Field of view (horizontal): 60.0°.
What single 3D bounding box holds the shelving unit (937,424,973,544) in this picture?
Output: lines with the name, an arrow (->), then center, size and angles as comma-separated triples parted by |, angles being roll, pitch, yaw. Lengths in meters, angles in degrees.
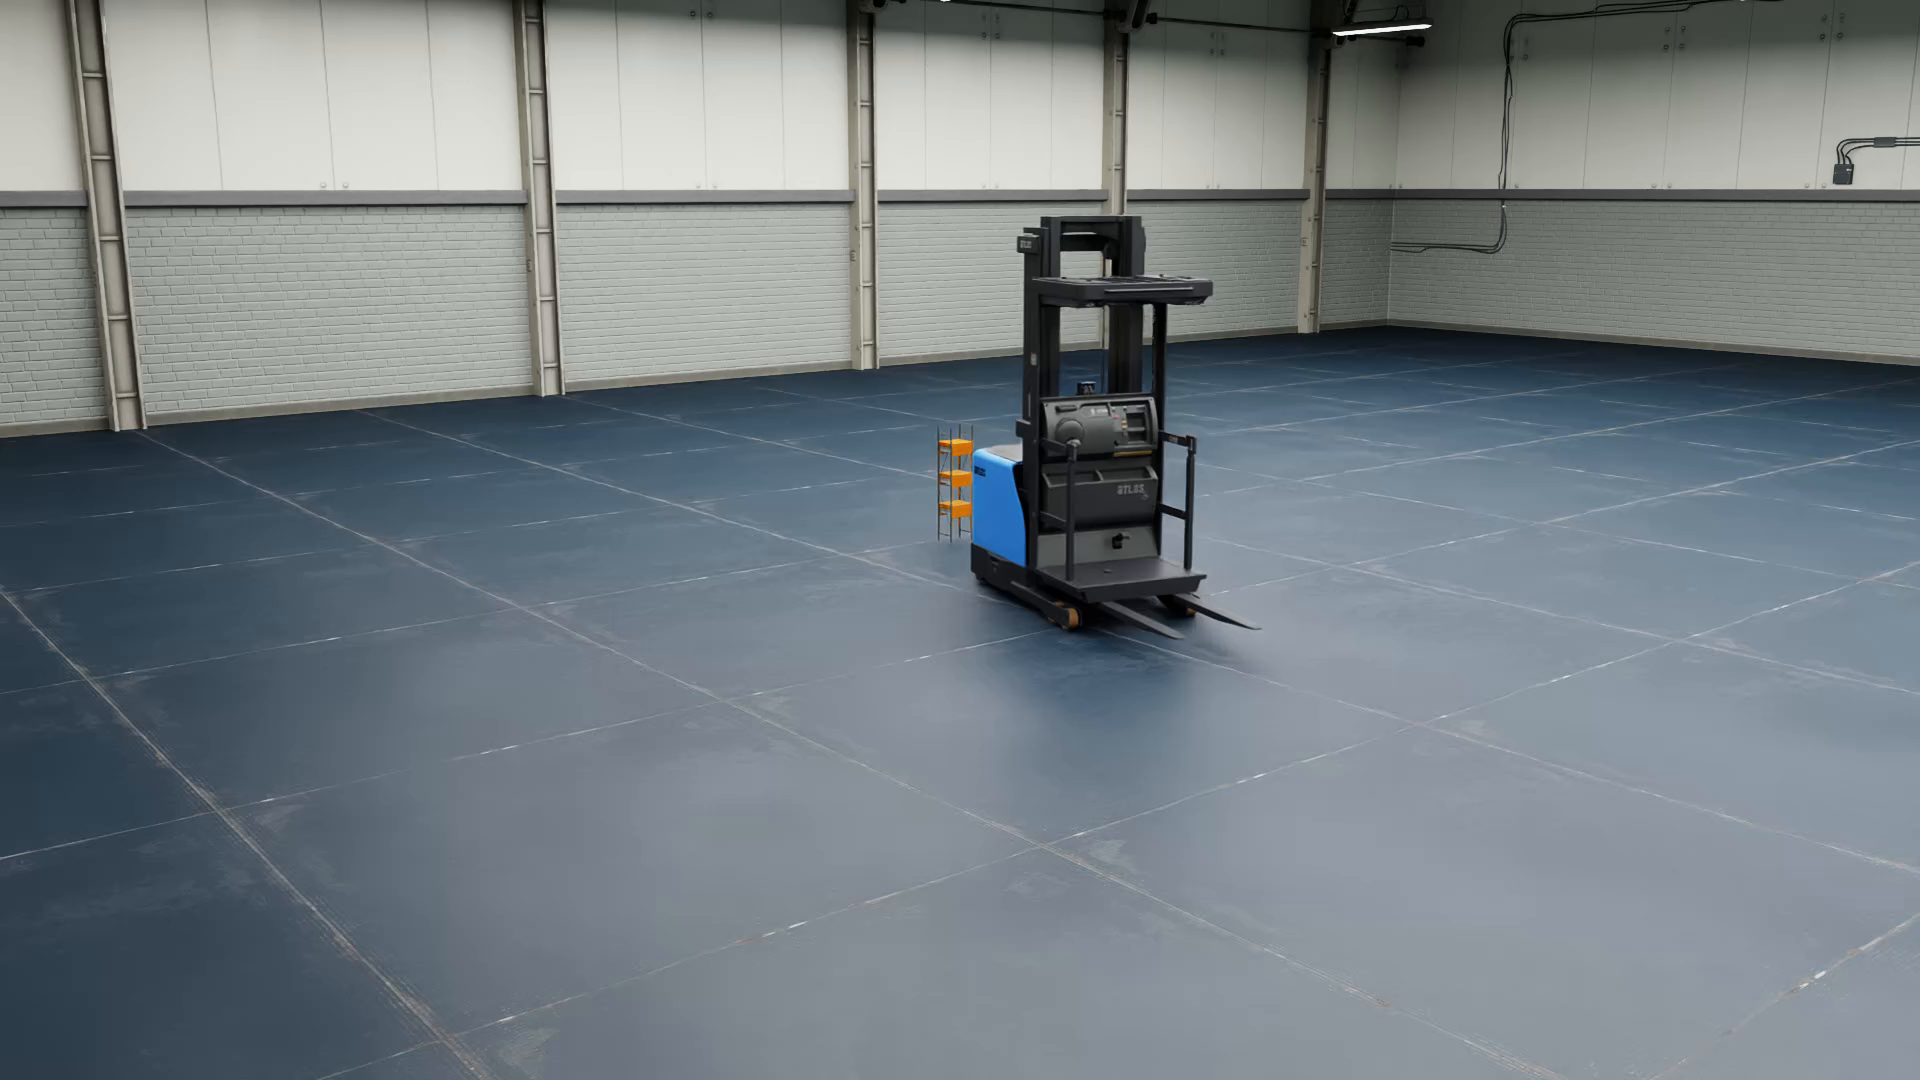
shelving unit -> -0.042, -0.507, 14.987 | 0.252, 1.050, 0.215 | -9, 15, -38

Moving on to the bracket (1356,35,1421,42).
bracket -> 9.629, -10.982, 36.517 | 3.189, 0.066, 0.076 | -9, 15, -38

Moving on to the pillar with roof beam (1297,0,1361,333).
pillar with roof beam -> 10.383, -8.296, 32.532 | 0.548, 9.000, 9.100 | -9, 15, -38

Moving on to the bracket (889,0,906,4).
bracket -> -1.131, -9.194, 28.096 | 0.430, 0.232, 0.235 | -9, 15, -38

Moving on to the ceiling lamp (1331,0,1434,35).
ceiling lamp -> 7.643, -10.578, 29.225 | 0.800, 3.185, 2.000 | -9, 15, -38

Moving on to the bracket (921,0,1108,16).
bracket -> 0.894, -9.531, 29.681 | 4.783, 0.066, 0.076 | -9, 15, -38

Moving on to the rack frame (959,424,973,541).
rack frame -> 0.053, -0.522, 15.062 | 0.008, 1.050, 0.200 | -9, 15, -38

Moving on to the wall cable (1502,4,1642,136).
wall cable -> 12.510, -9.675, 34.342 | 0.112, 2.526, 3.097 | -9, 15, -38

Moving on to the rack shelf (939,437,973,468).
rack shelf -> -0.042, -0.774, 14.930 | 0.240, 0.259, 0.215 | -9, 15, -38

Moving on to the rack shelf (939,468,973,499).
rack shelf -> -0.042, -0.496, 14.989 | 0.240, 0.259, 0.215 | -9, 15, -38

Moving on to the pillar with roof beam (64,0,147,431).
pillar with roof beam -> -8.358, -5.182, 17.866 | 0.400, 9.000, 9.100 | -9, 15, -38

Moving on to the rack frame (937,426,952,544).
rack frame -> -0.137, -0.491, 14.912 | 0.008, 1.050, 0.200 | -9, 15, -38

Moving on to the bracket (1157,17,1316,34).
bracket -> 5.579, -10.309, 33.348 | 4.783, 0.066, 0.076 | -9, 15, -38

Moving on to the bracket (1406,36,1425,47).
bracket -> 10.090, -11.059, 36.877 | 0.430, 0.232, 0.235 | -9, 15, -38

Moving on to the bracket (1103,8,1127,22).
bracket -> 2.906, -9.865, 31.255 | 0.430, 0.232, 0.235 | -9, 15, -38

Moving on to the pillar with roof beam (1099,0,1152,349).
pillar with roof beam -> 5.698, -7.517, 28.866 | 0.548, 9.000, 9.100 | -9, 15, -38

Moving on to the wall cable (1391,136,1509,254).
wall cable -> 10.820, -7.643, 36.933 | 0.112, 2.526, 3.097 | -9, 15, -38

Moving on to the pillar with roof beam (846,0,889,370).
pillar with roof beam -> 1.013, -6.739, 25.199 | 0.548, 9.000, 9.100 | -9, 15, -38

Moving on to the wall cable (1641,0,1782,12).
wall cable -> 14.443, -11.398, 31.506 | 0.112, 2.526, 3.097 | -9, 15, -38

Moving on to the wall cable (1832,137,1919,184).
wall cable -> 16.738, -9.284, 28.997 | 0.169, 6.003, 2.305 | -9, 15, -38

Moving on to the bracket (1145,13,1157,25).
bracket -> 3.554, -9.973, 31.763 | 0.430, 0.232, 0.235 | -9, 15, -38

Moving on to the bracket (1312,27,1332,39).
bracket -> 7.591, -10.643, 34.922 | 0.430, 0.232, 0.235 | -9, 15, -38

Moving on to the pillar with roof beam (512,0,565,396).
pillar with roof beam -> -3.672, -5.960, 21.533 | 0.400, 9.000, 9.100 | -9, 15, -38

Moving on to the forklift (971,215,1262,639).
forklift -> 1.138, -0.880, 12.218 | 1.130, 2.935, 3.031 | -5, 13, -23

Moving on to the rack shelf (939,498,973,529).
rack shelf -> -0.042, -0.224, 15.047 | 0.240, 0.259, 0.215 | -9, 15, -38

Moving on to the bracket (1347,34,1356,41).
bracket -> 8.239, -10.751, 35.429 | 0.430, 0.232, 0.235 | -9, 15, -38
